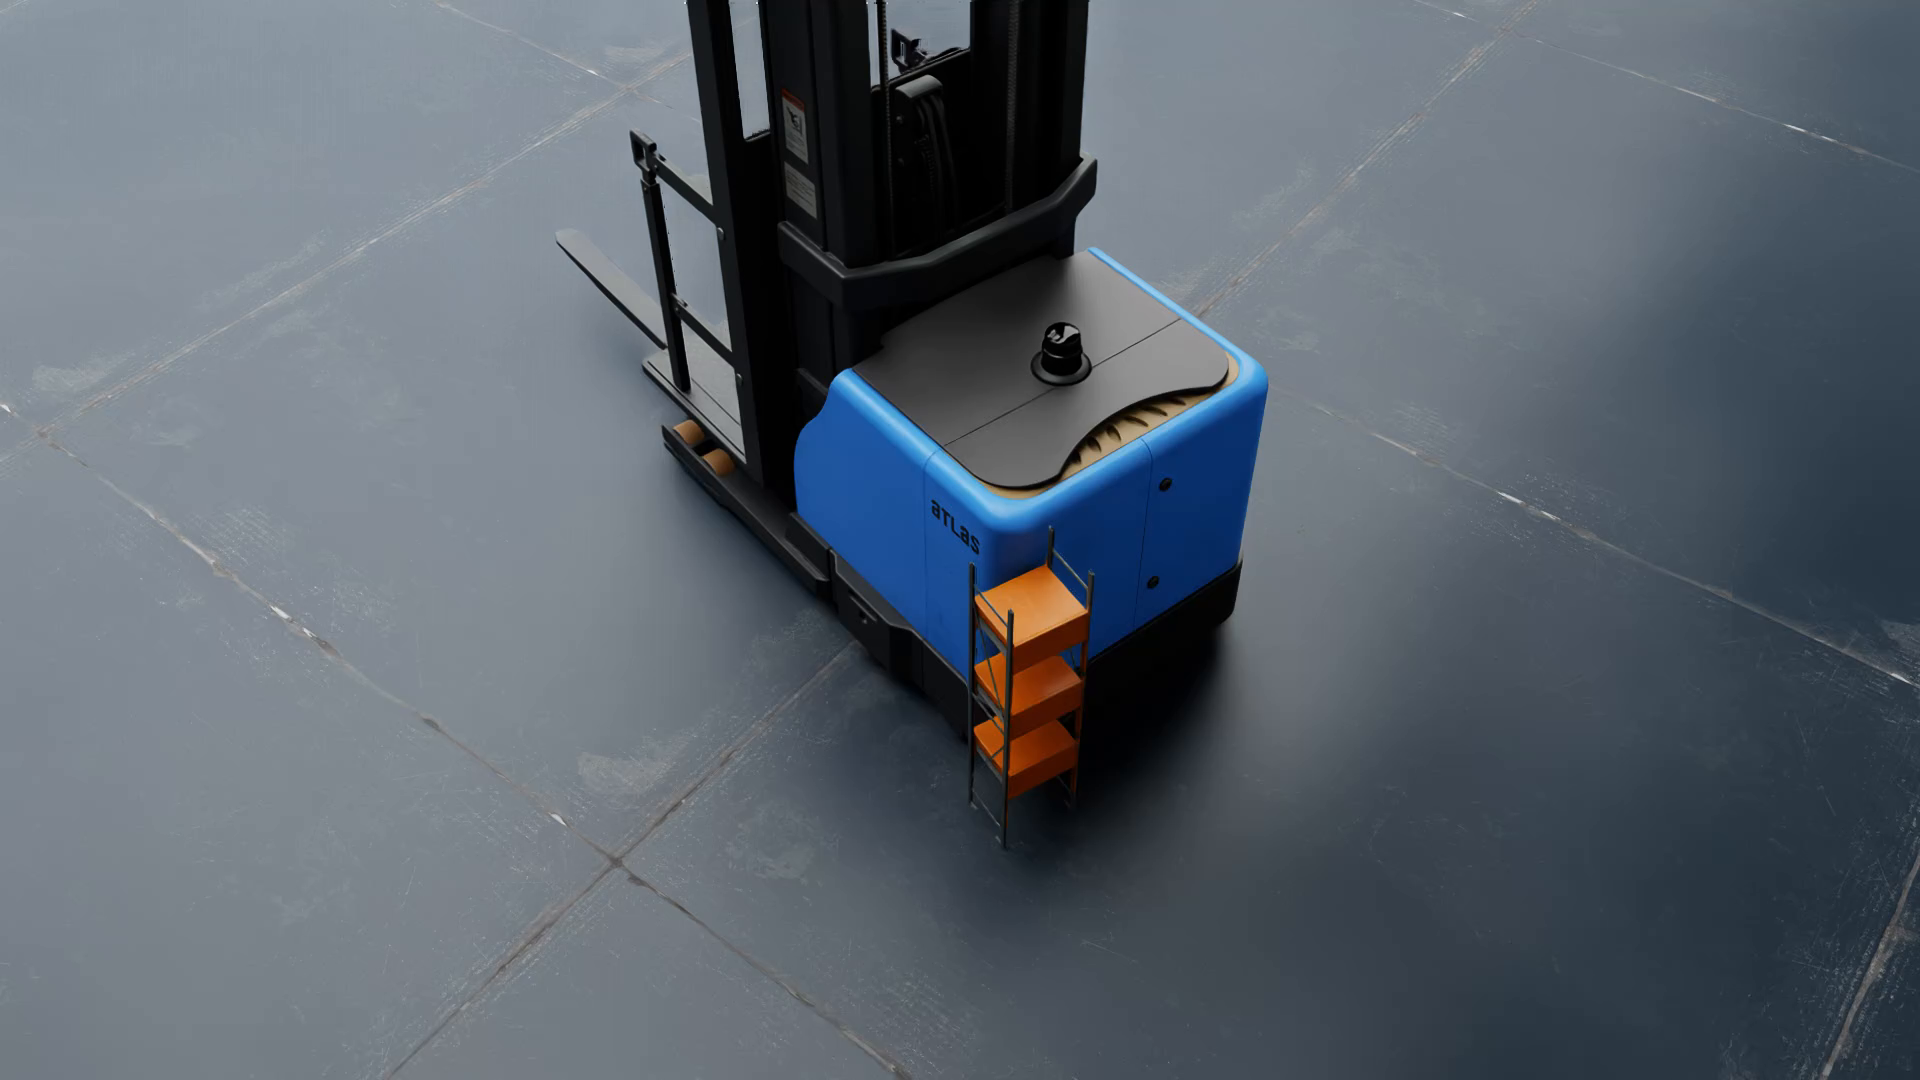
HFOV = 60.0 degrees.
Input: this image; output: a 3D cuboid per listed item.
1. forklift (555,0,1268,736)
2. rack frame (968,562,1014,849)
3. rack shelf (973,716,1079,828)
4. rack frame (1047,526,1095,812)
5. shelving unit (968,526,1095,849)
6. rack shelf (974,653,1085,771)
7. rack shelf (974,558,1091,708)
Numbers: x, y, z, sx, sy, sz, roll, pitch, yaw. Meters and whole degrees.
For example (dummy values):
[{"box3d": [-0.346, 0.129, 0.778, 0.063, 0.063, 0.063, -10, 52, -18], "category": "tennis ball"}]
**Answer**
[{"box3d": [-0.409, -1.369, 5.031, 1.130, 2.935, 3.031, -30, 53, -25], "category": "forklift"}, {"box3d": [0.079, 0.481, 4.564, 0.008, 1.050, 0.200, -24, 51, -21], "category": "rack frame"}, {"box3d": [0.183, 0.634, 4.817, 0.240, 0.259, 0.215, -24, 51, -21], "category": "rack shelf"}, {"box3d": [0.287, 0.389, 4.652, 0.008, 1.050, 0.200, -24, 51, -21], "category": "rack frame"}, {"box3d": [0.183, 0.435, 4.608, 0.252, 1.050, 0.215, -24, 51, -21], "category": "shelving unit"}, {"box3d": [0.183, 0.442, 4.616, 0.240, 0.259, 0.215, -24, 51, -21], "category": "rack shelf"}, {"box3d": [0.183, 0.246, 4.411, 0.240, 0.259, 0.215, -24, 51, -21], "category": "rack shelf"}]
